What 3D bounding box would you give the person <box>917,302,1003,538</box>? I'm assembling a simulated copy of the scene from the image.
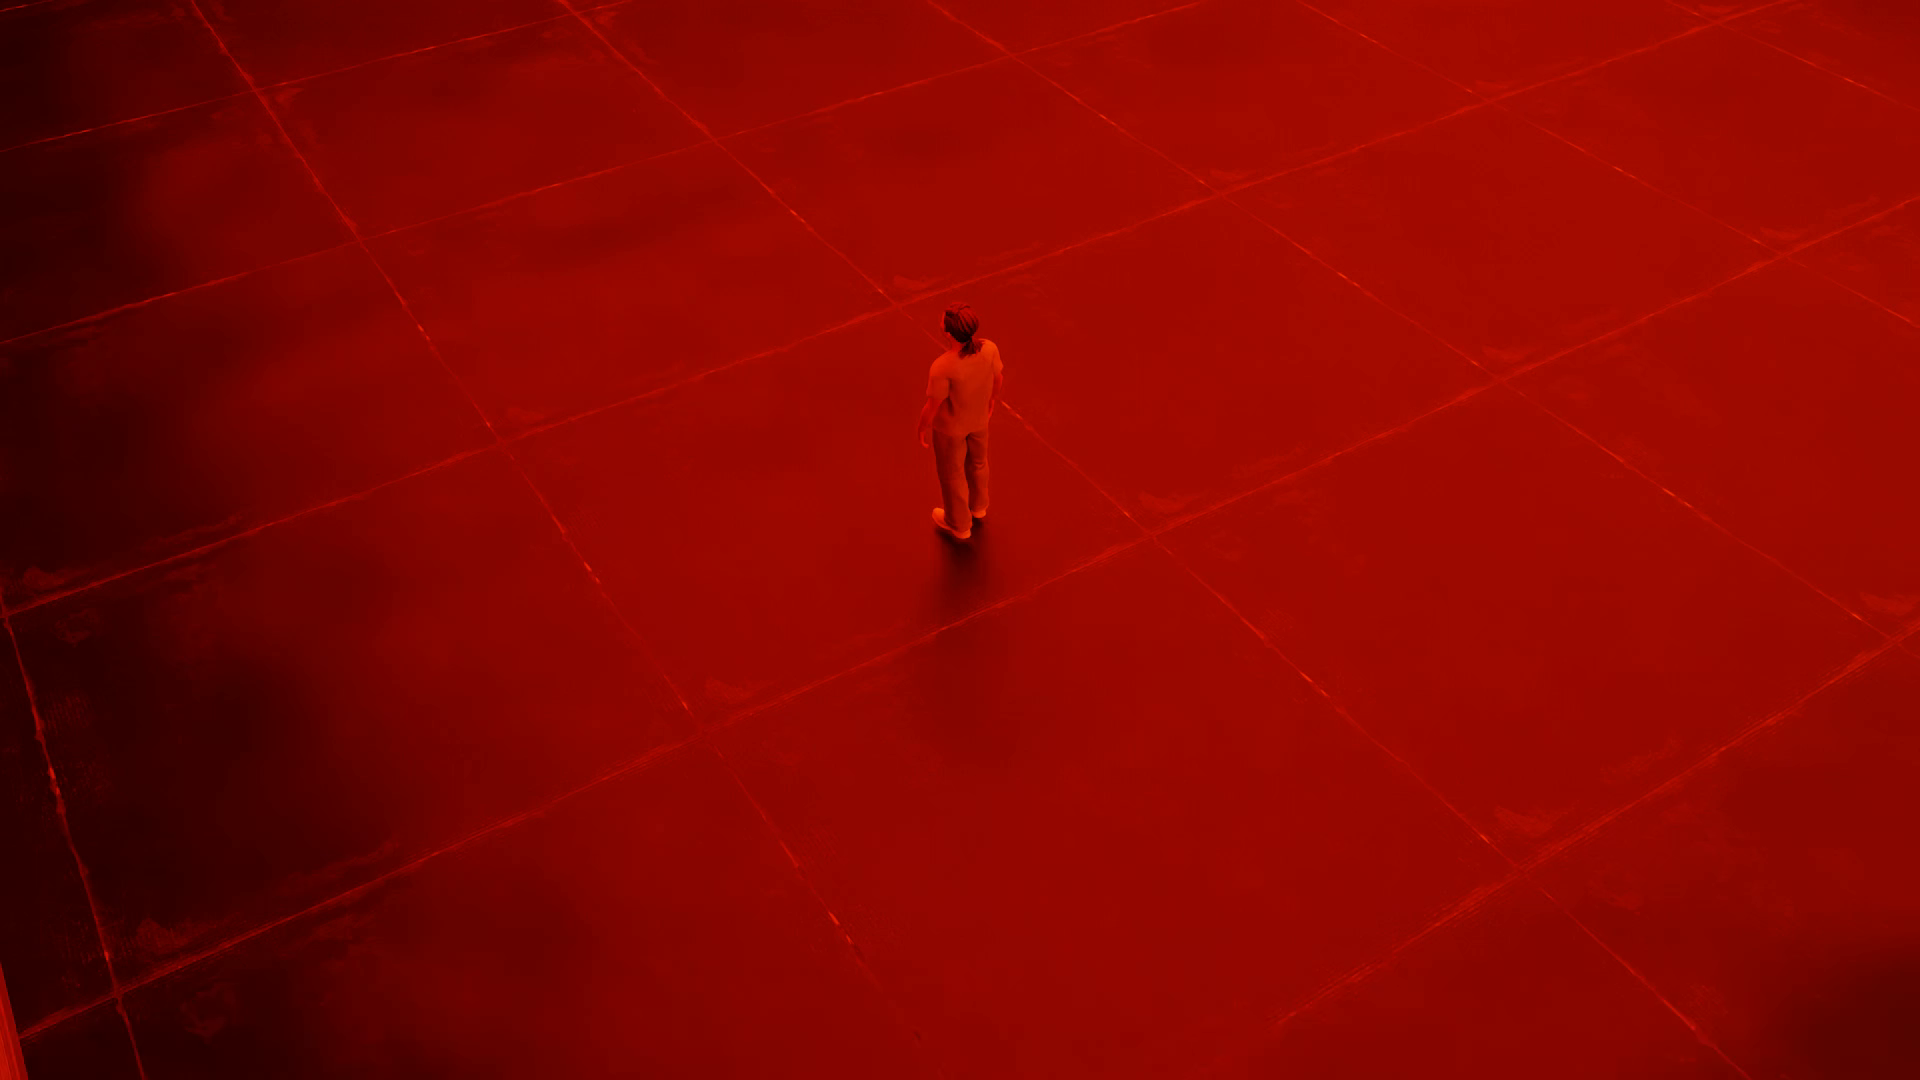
[{"bbox_3d":[-0.028,-0.713,9.568,0.549,1.673,0.547,-23,46,-24],"label":"person"}]
